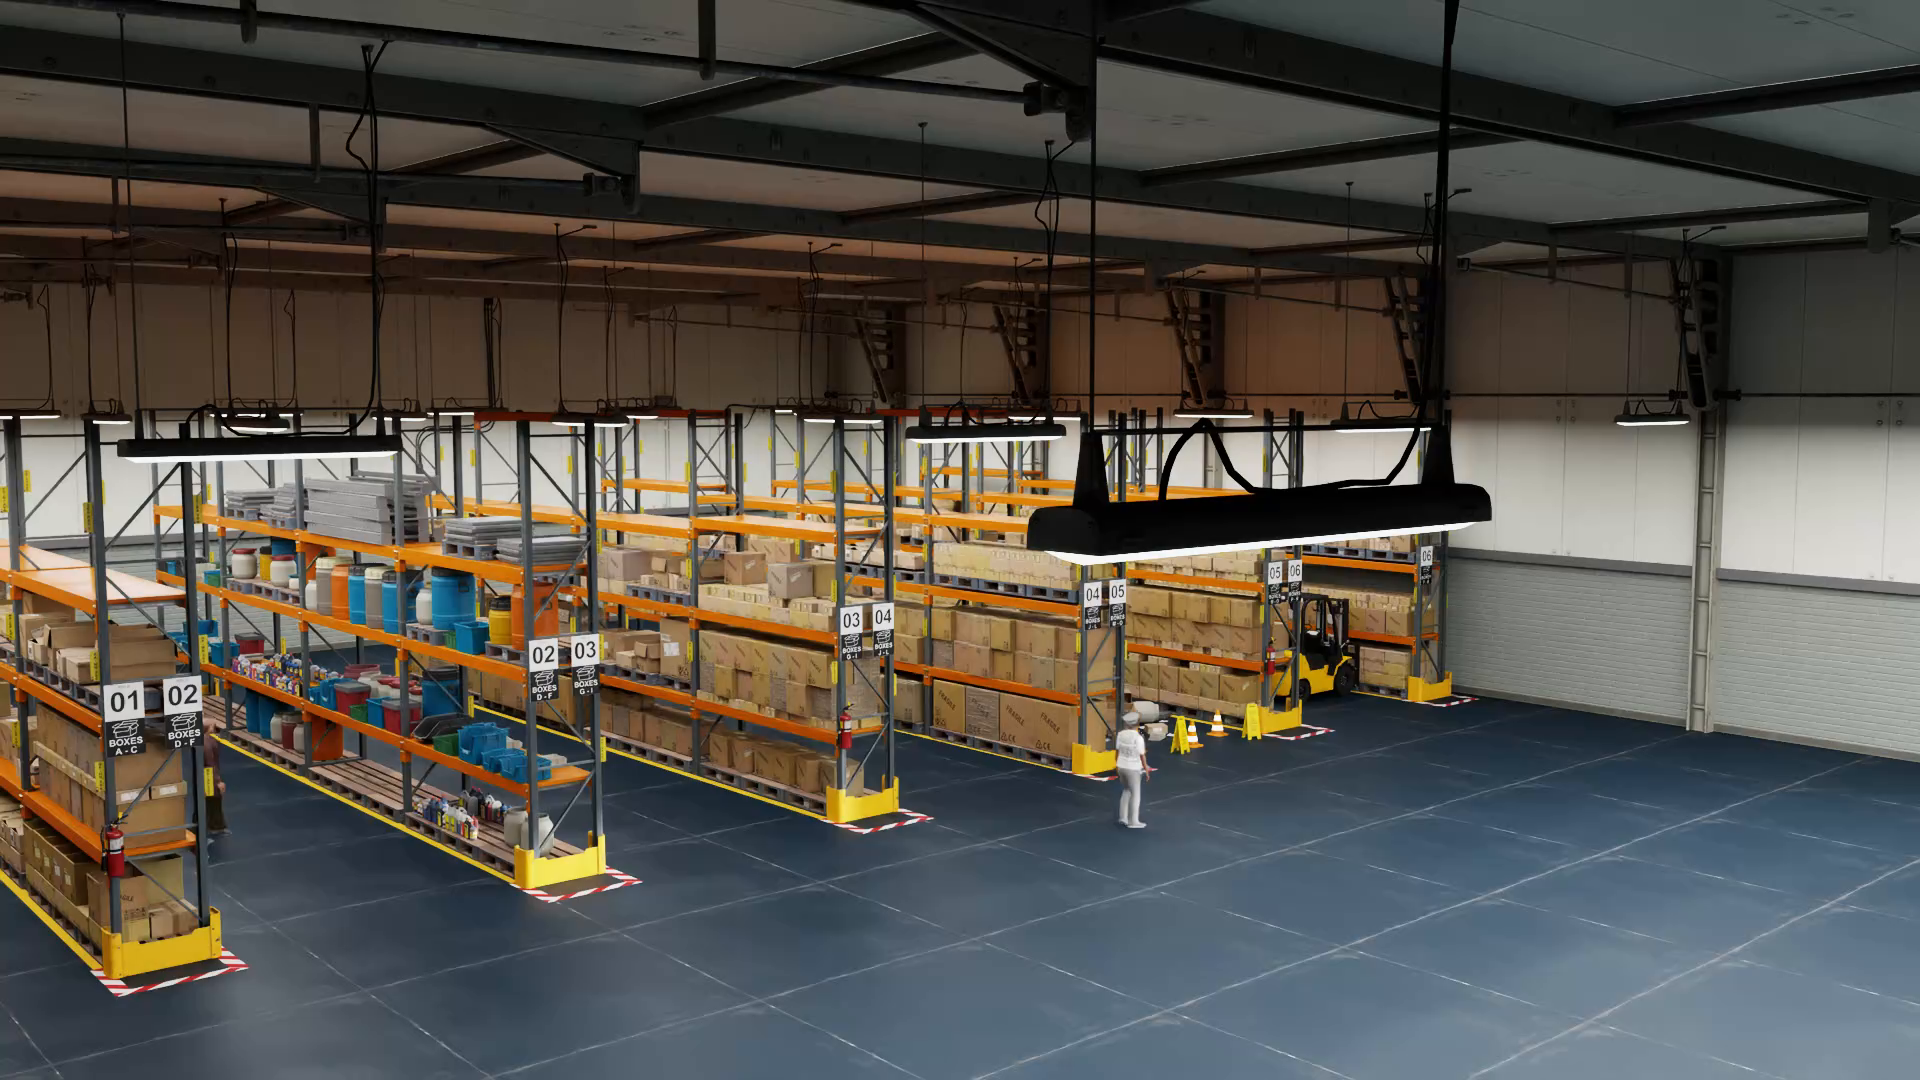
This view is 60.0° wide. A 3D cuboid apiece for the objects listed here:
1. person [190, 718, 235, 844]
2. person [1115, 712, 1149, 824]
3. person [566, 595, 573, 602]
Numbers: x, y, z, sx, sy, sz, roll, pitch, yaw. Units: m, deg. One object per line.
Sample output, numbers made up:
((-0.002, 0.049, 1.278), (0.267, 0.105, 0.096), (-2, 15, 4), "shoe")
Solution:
((-10.621, 3.399, 23.528), (0.586, 1.823, 0.703), (-2, 5, -22), "person")
((2.502, 3.331, 24.301), (0.371, 1.618, 0.496), (-4, 6, -37), "person")
((-9.656, 1.884, 41.788), (0.493, 1.527, 0.864), (0, 5, 2), "person")
